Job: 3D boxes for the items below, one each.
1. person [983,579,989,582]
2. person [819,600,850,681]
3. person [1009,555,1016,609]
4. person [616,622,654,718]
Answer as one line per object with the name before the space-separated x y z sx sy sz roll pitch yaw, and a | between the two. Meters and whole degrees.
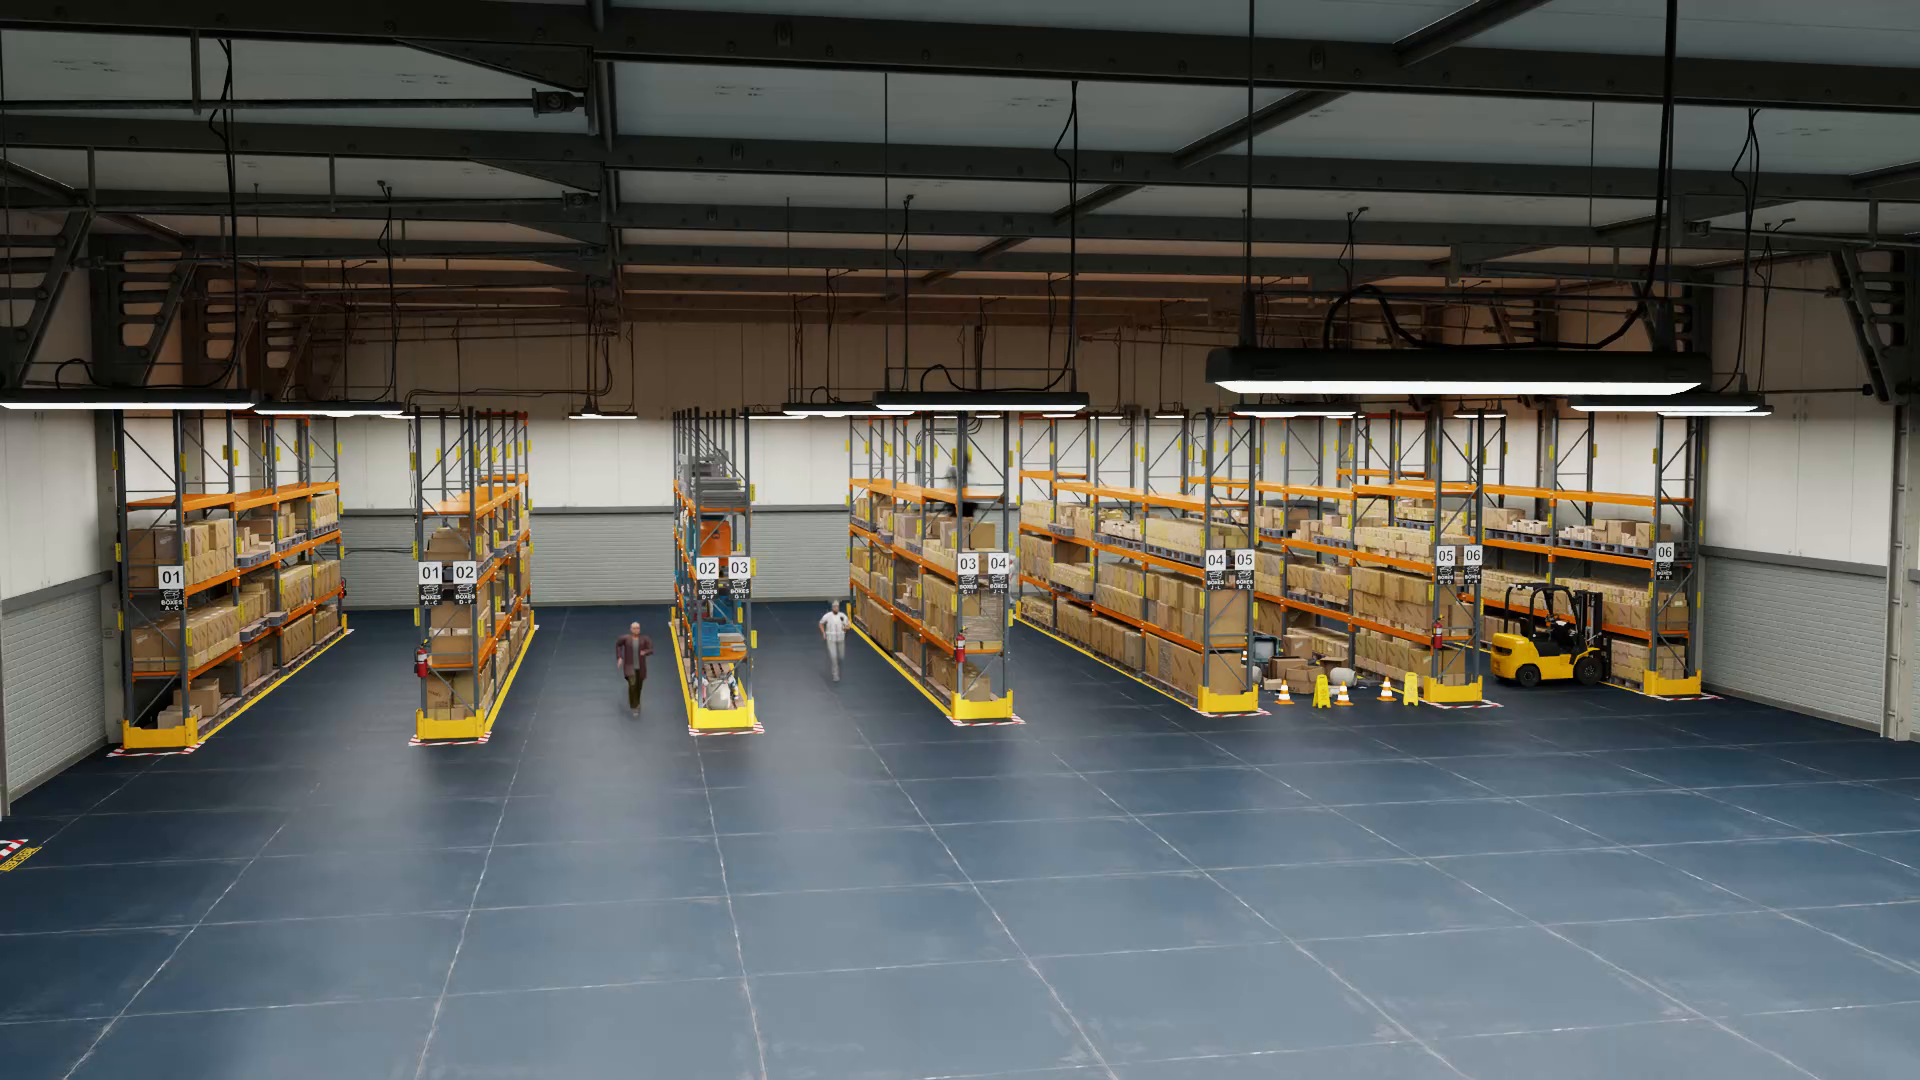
person | 0.763 1.401 49.194 0.767 1.765 0.721 3 5 32
person | -2.768 2.206 36.965 0.673 1.750 0.944 -1 4 -16
person | 1.322 1.306 49.866 0.811 1.737 0.775 0 4 -2
person | -6.340 2.522 32.508 0.666 1.847 0.904 -2 4 -22
